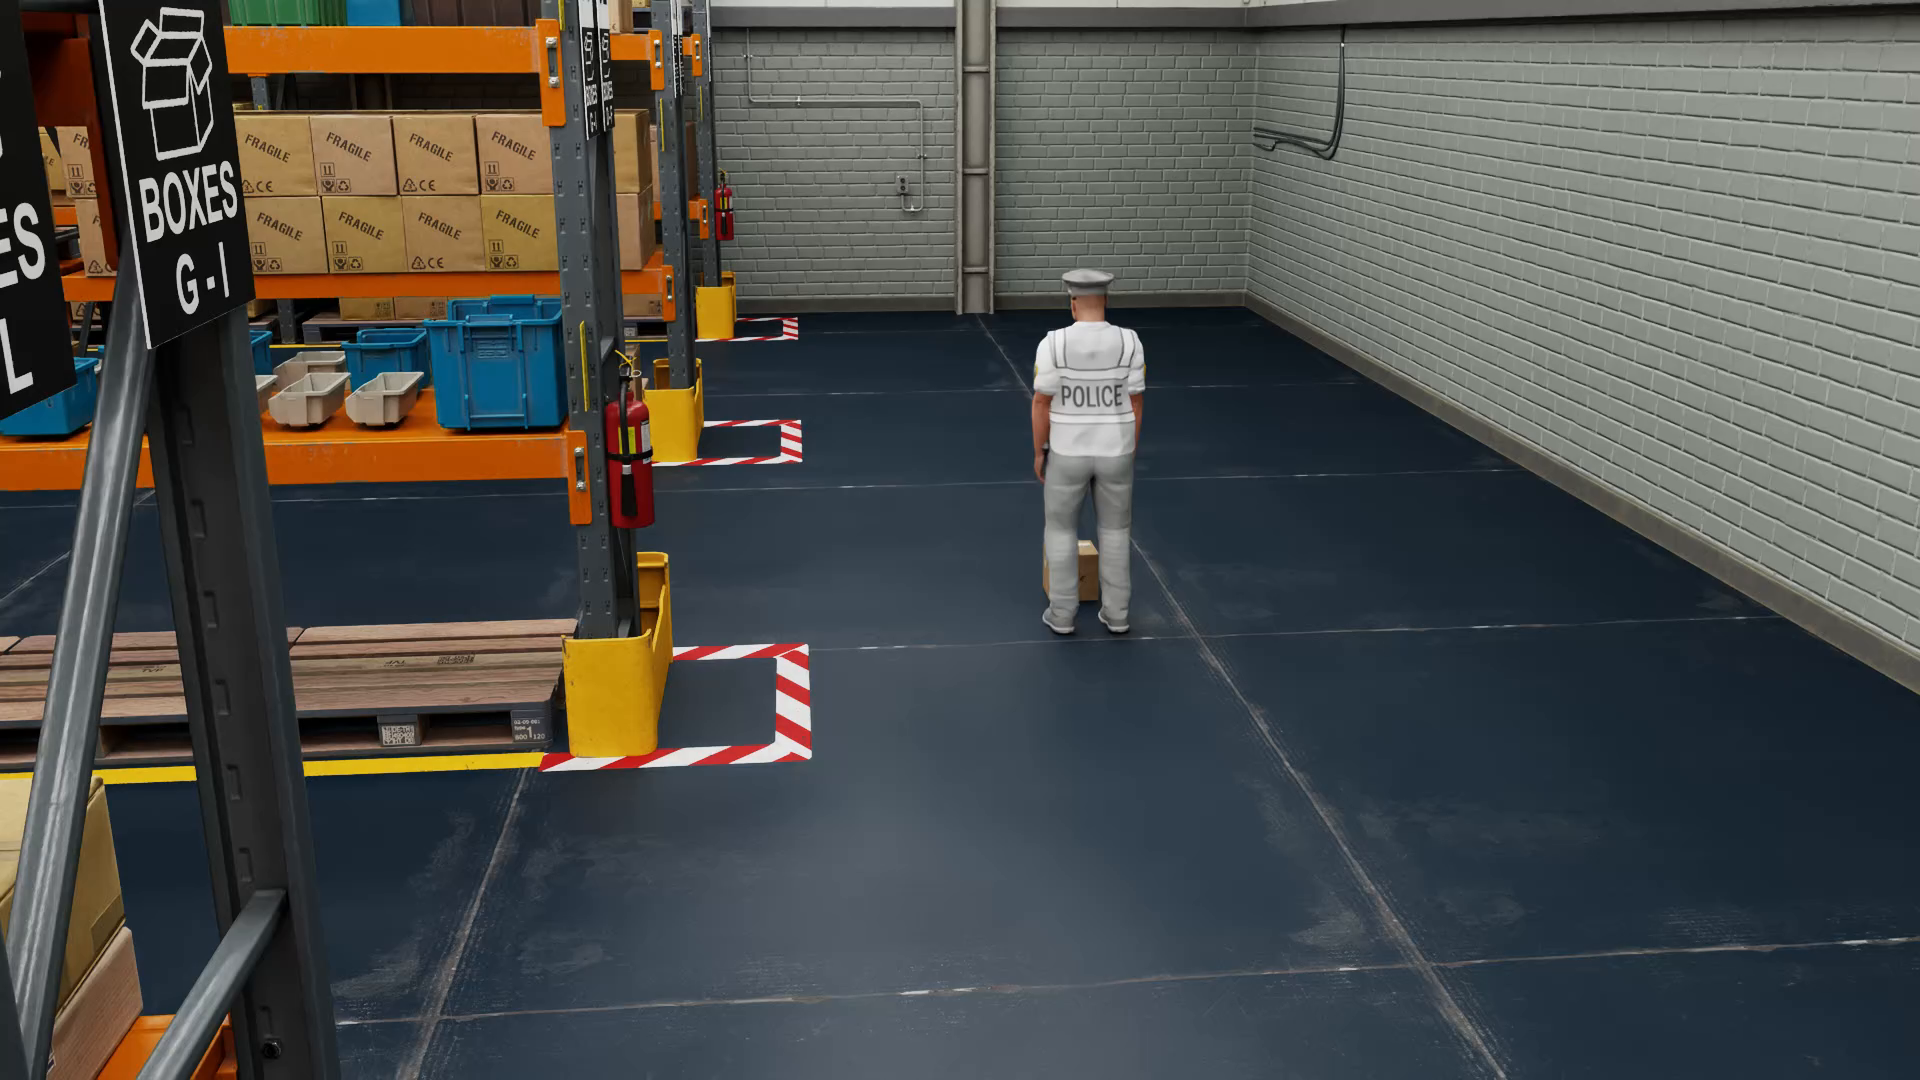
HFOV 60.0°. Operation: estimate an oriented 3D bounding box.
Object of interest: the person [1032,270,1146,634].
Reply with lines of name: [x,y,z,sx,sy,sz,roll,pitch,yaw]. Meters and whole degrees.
person: [0.599,-0.410,7.930,0.529,1.742,0.392,-1,17,-4]
